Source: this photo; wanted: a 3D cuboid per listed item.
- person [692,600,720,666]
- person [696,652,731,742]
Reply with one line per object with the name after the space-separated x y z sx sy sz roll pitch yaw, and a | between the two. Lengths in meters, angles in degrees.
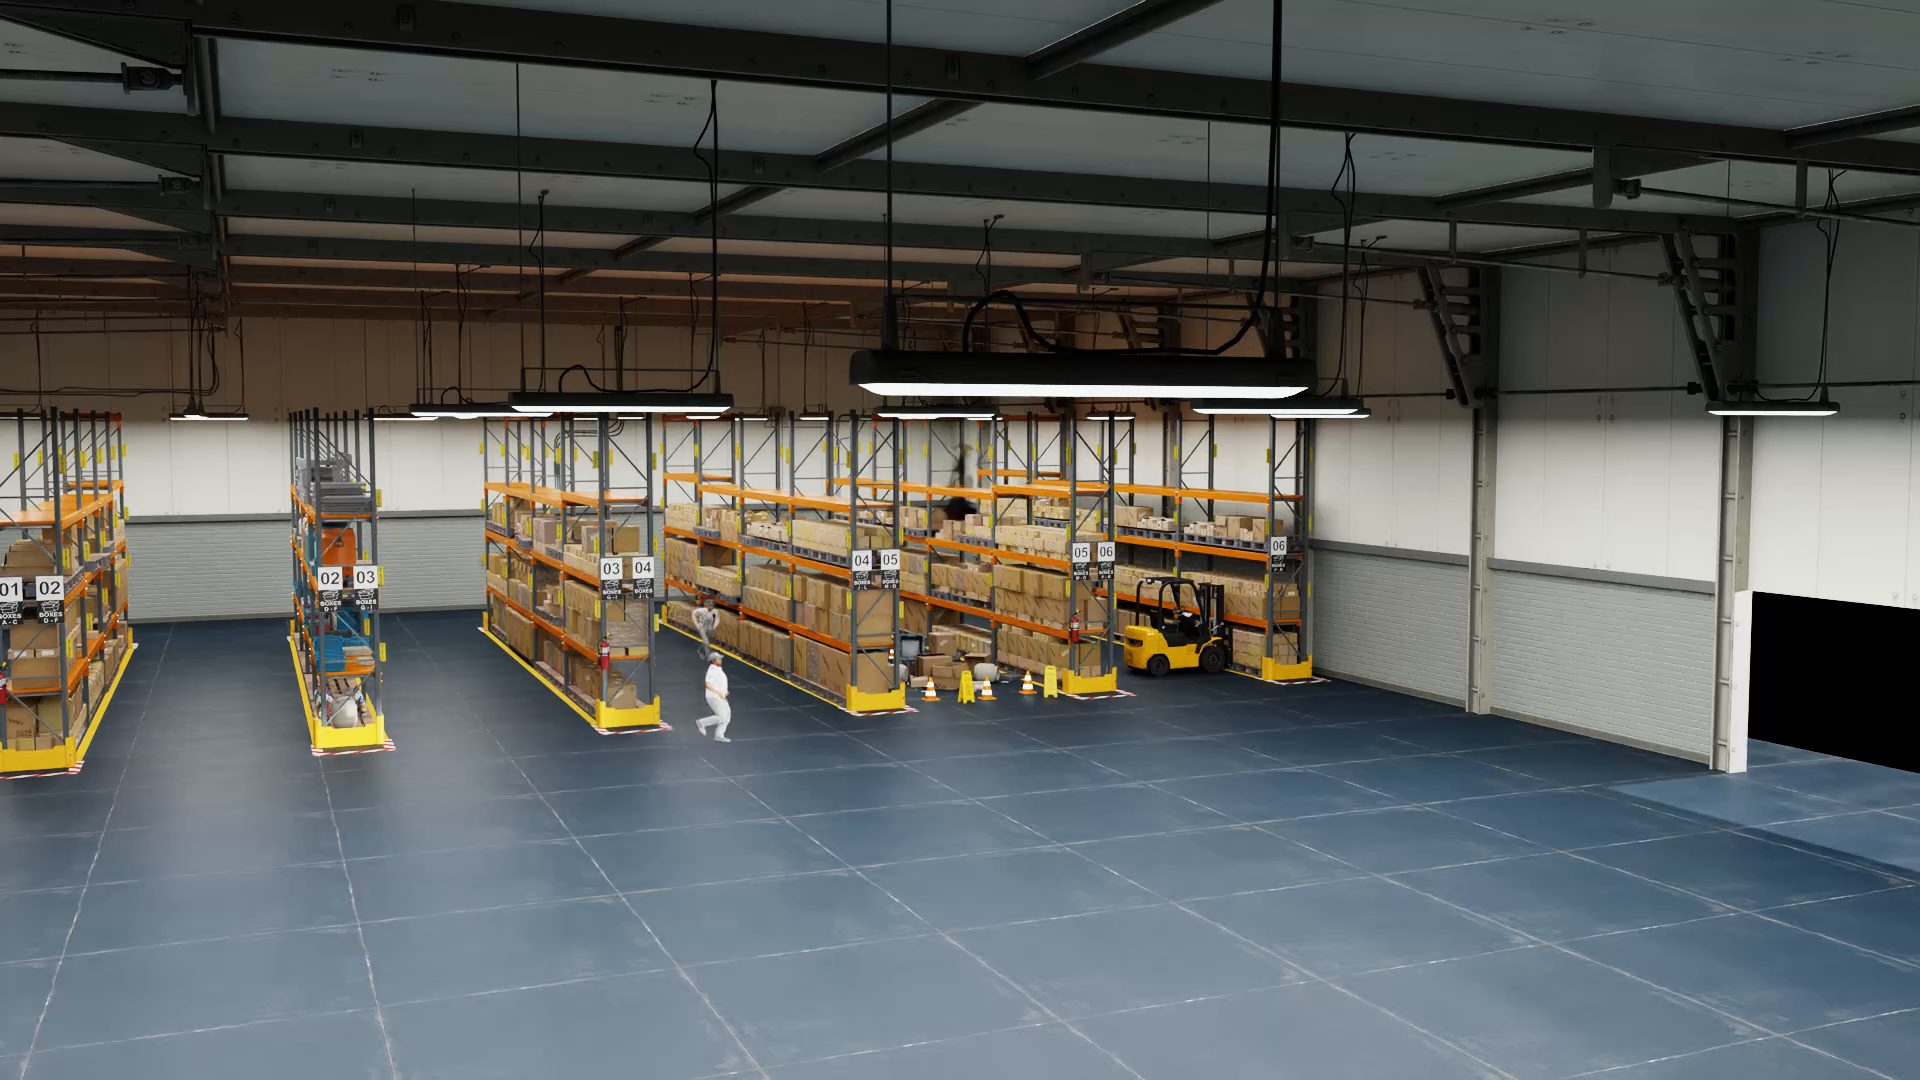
-6.054 2.188 39.455 0.656 1.627 0.943 -2 4 -26 | person
-4.428 2.826 29.905 0.596 1.628 0.607 0 4 2 | person
